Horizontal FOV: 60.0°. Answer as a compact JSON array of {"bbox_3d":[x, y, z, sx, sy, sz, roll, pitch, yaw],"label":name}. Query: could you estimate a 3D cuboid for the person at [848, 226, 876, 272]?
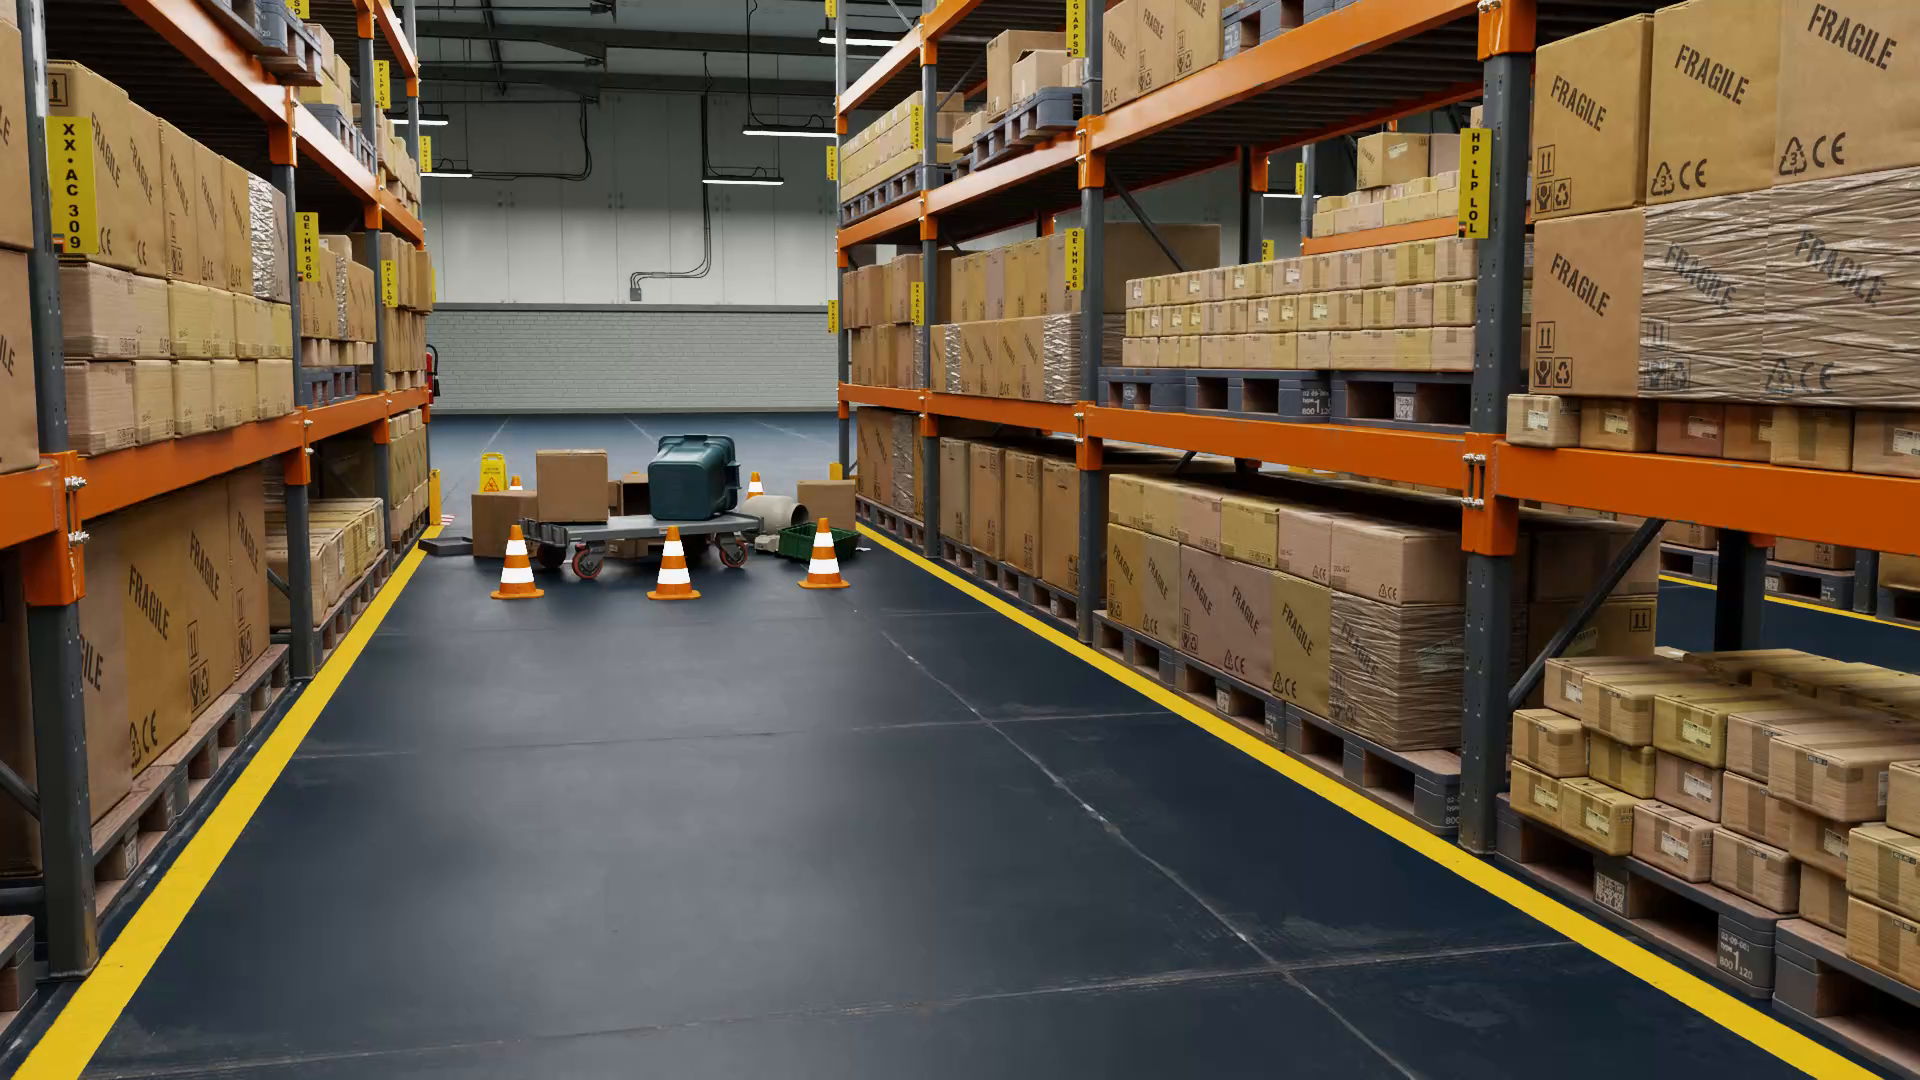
[{"bbox_3d":[-0.759,-1.086,5.626,7.140,2.342,21.391,-2,7,-19],"label":"person"}]
